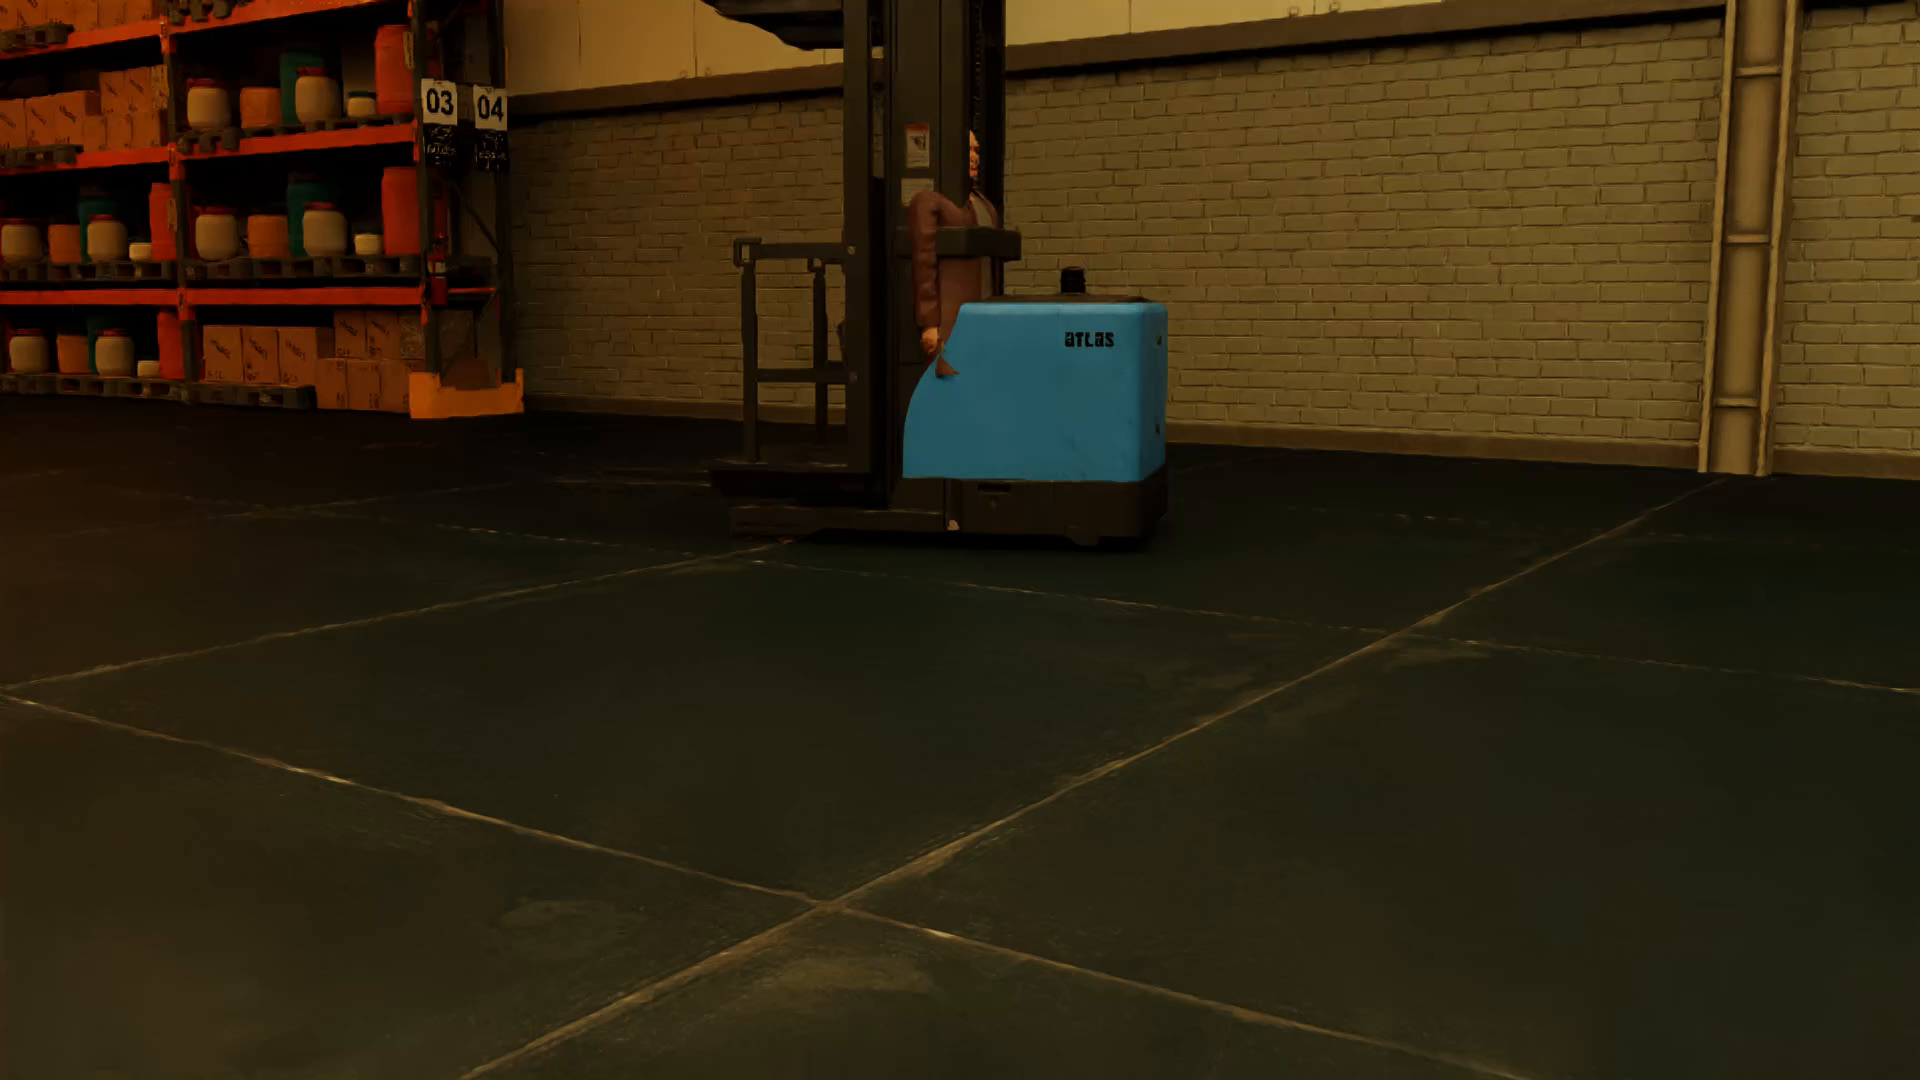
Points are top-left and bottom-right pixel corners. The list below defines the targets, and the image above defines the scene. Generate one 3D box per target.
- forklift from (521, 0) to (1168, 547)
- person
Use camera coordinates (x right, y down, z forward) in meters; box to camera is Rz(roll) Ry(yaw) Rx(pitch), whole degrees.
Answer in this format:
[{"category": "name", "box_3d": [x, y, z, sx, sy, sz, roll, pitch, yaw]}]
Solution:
[{"category": "forklift", "box_3d": [-0.569, -1.509, 7.806, 3.031, 2.935, 1.130, 2, 8, 14]}, {"category": "person", "box_3d": [0.047, -0.988, 7.434, 0.418, 1.694, 0.558, 5, 10, 34]}]
